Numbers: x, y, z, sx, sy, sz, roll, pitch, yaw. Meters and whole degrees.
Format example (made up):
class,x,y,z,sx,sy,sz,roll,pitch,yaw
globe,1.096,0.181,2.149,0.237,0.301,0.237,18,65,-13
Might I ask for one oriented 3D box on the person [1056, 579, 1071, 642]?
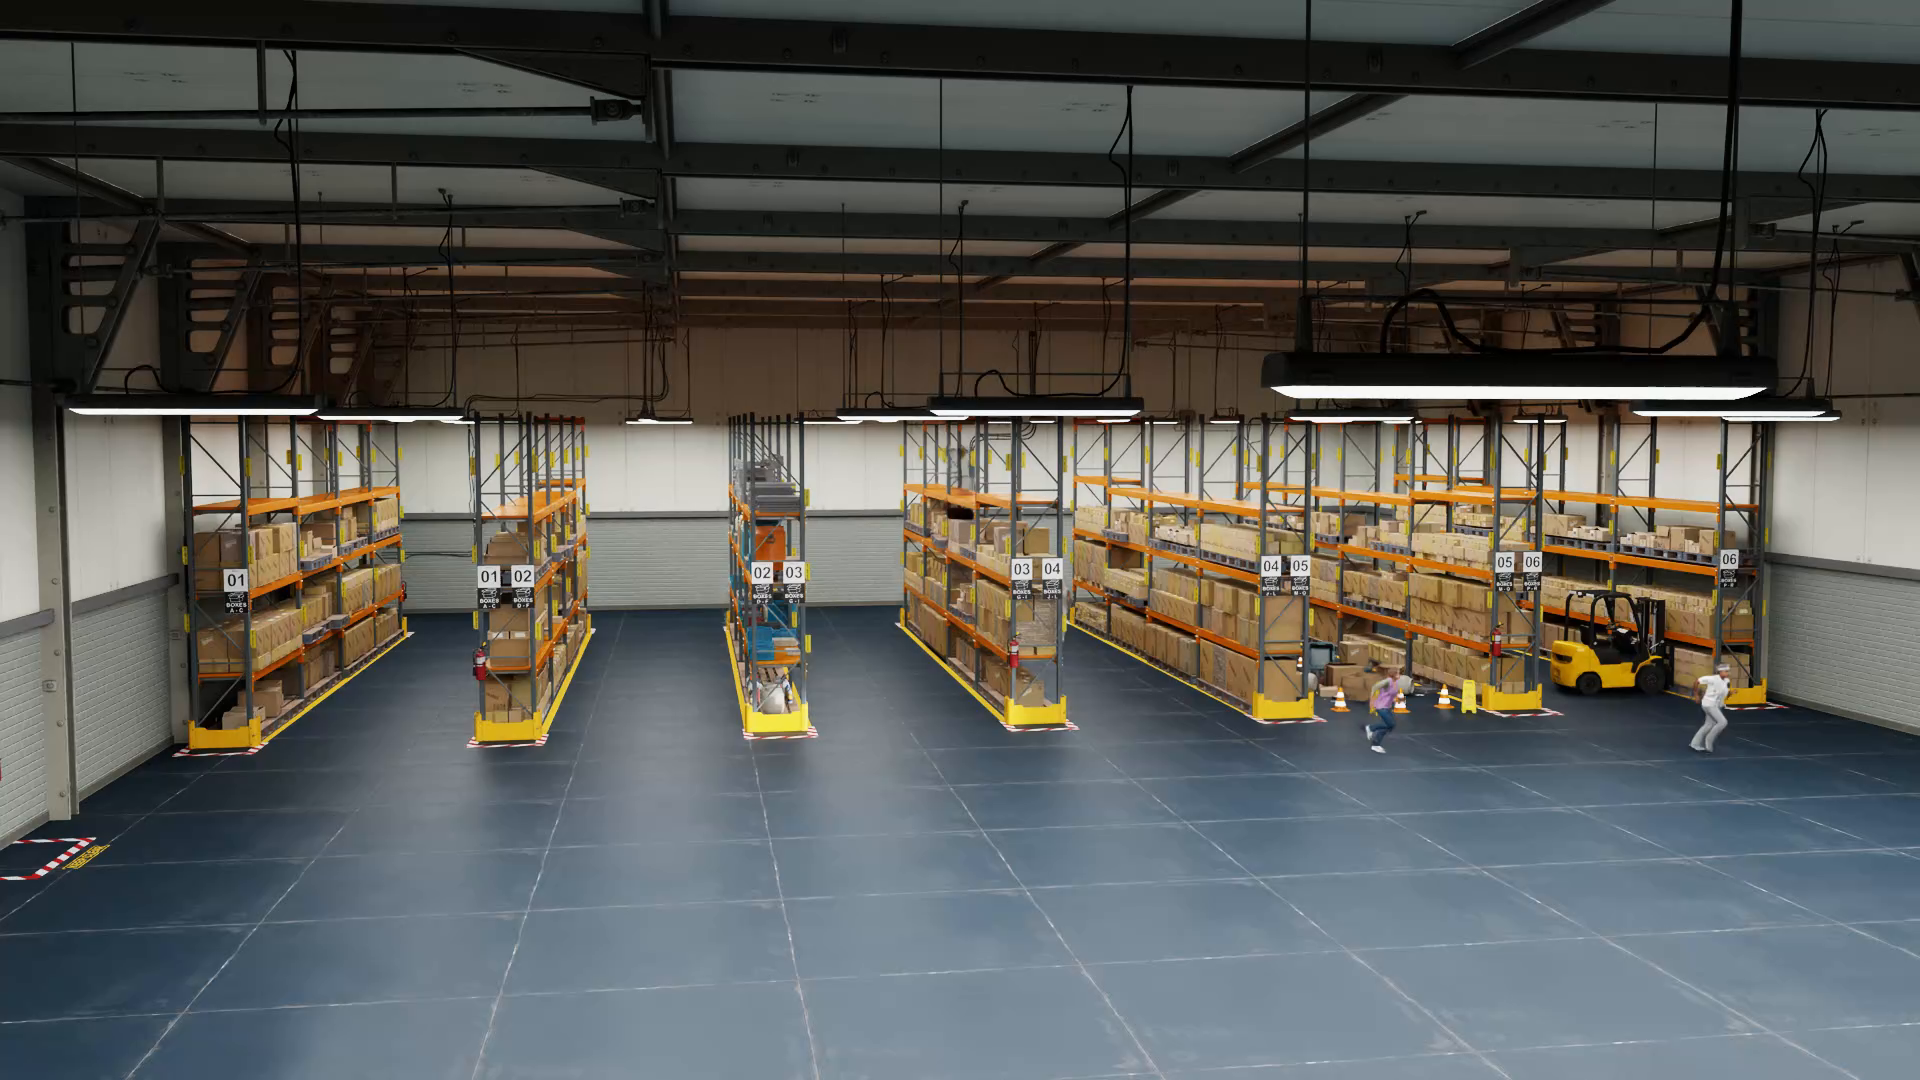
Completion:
class,x,y,z,sx,sy,sz,roll,pitch,yaw
person,2.721,1.858,44.758,0.587,1.662,0.959,-1,4,-13

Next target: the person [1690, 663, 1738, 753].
class,x,y,z,sx,sy,sz,roll,pitch,yaw
person,13.157,2.921,29.034,0.564,1.607,0.840,-3,5,-33

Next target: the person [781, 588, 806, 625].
class,x,y,z,sx,sy,sz,roll,pitch,yaw
person,-4.998,1.585,47.889,1.000,1.761,0.708,2,4,21

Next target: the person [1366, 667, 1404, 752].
class,x,y,z,sx,sy,sz,roll,pitch,yaw
person,7.496,2.983,29.301,0.666,1.530,0.527,3,5,36
